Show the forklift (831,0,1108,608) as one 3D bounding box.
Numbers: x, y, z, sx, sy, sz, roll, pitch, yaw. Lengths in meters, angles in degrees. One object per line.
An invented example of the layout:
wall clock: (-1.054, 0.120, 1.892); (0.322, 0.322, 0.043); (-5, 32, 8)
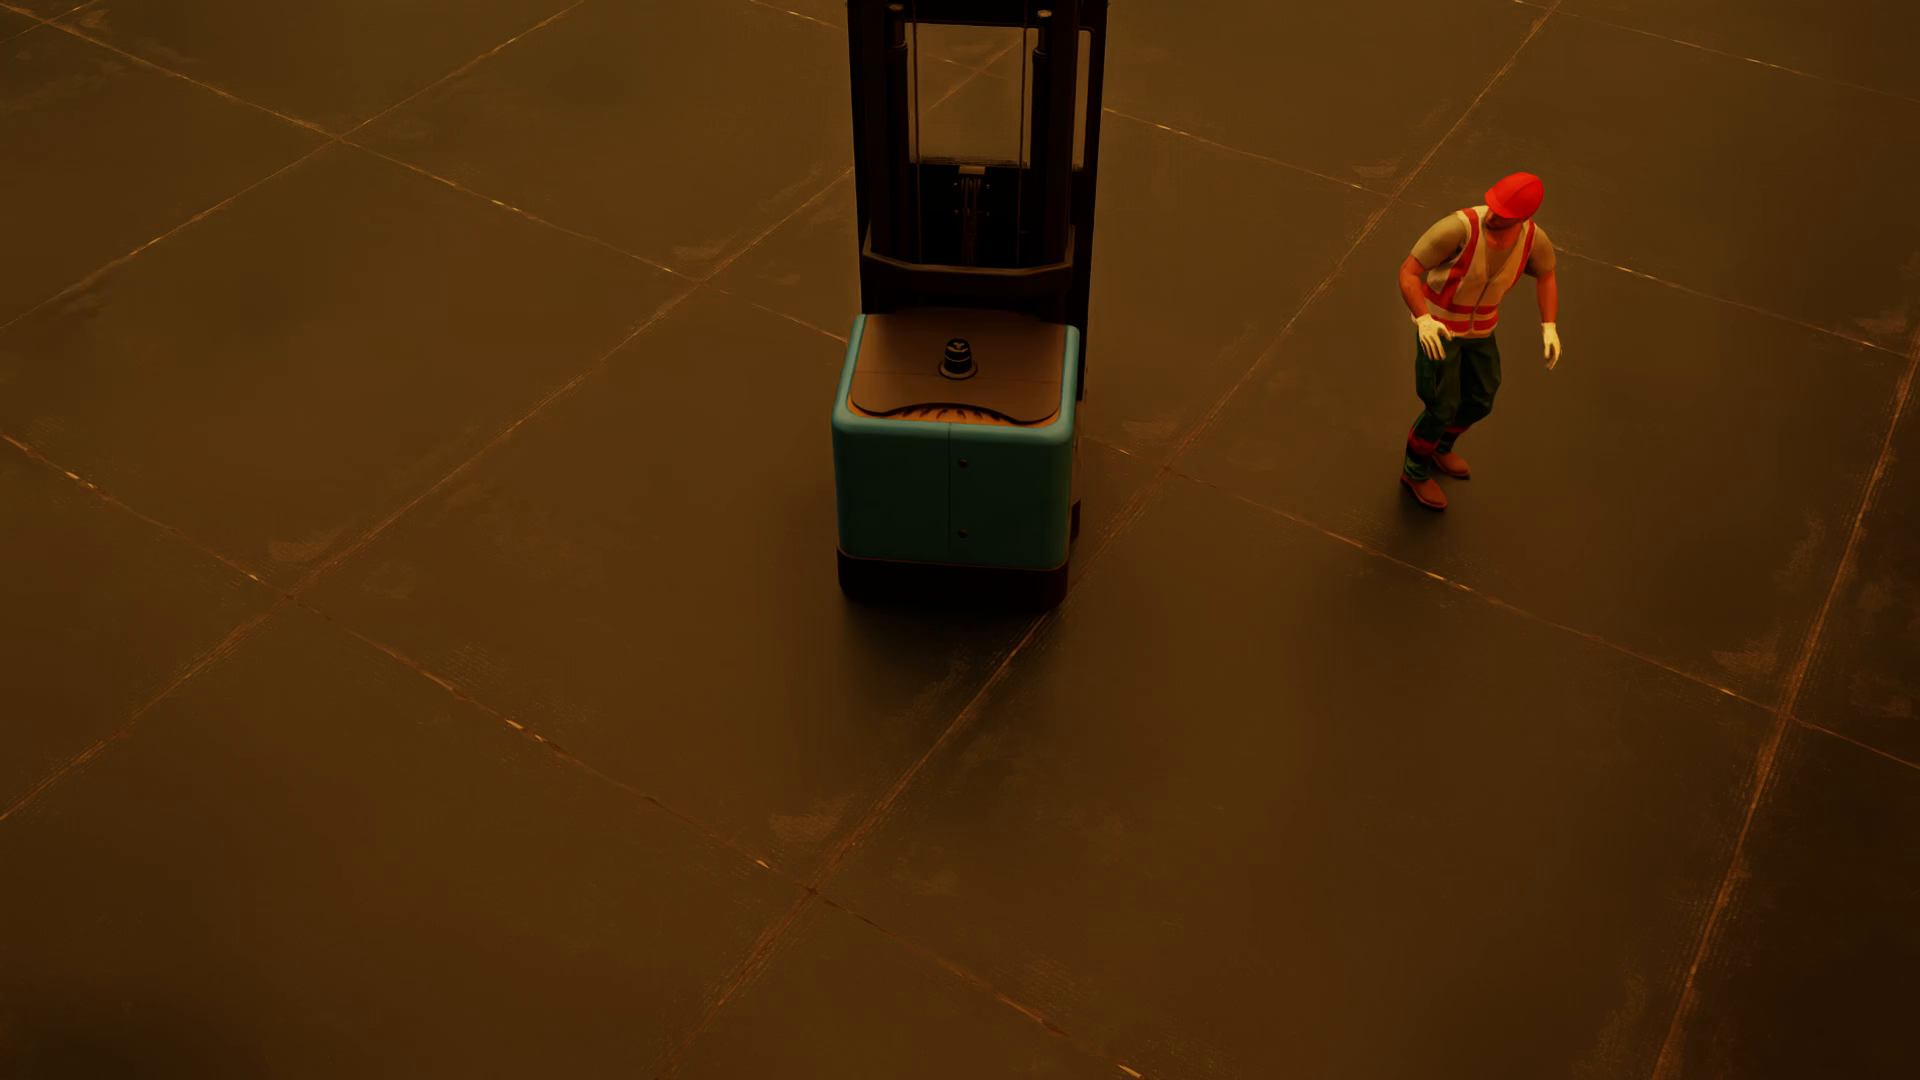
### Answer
forklift: (0.096, -1.765, 7.710); (1.130, 2.935, 3.031); (4, 44, 4)

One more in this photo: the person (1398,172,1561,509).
person: (2.391, -0.953, 7.739); (0.755, 1.732, 0.518); (-11, 45, -12)
